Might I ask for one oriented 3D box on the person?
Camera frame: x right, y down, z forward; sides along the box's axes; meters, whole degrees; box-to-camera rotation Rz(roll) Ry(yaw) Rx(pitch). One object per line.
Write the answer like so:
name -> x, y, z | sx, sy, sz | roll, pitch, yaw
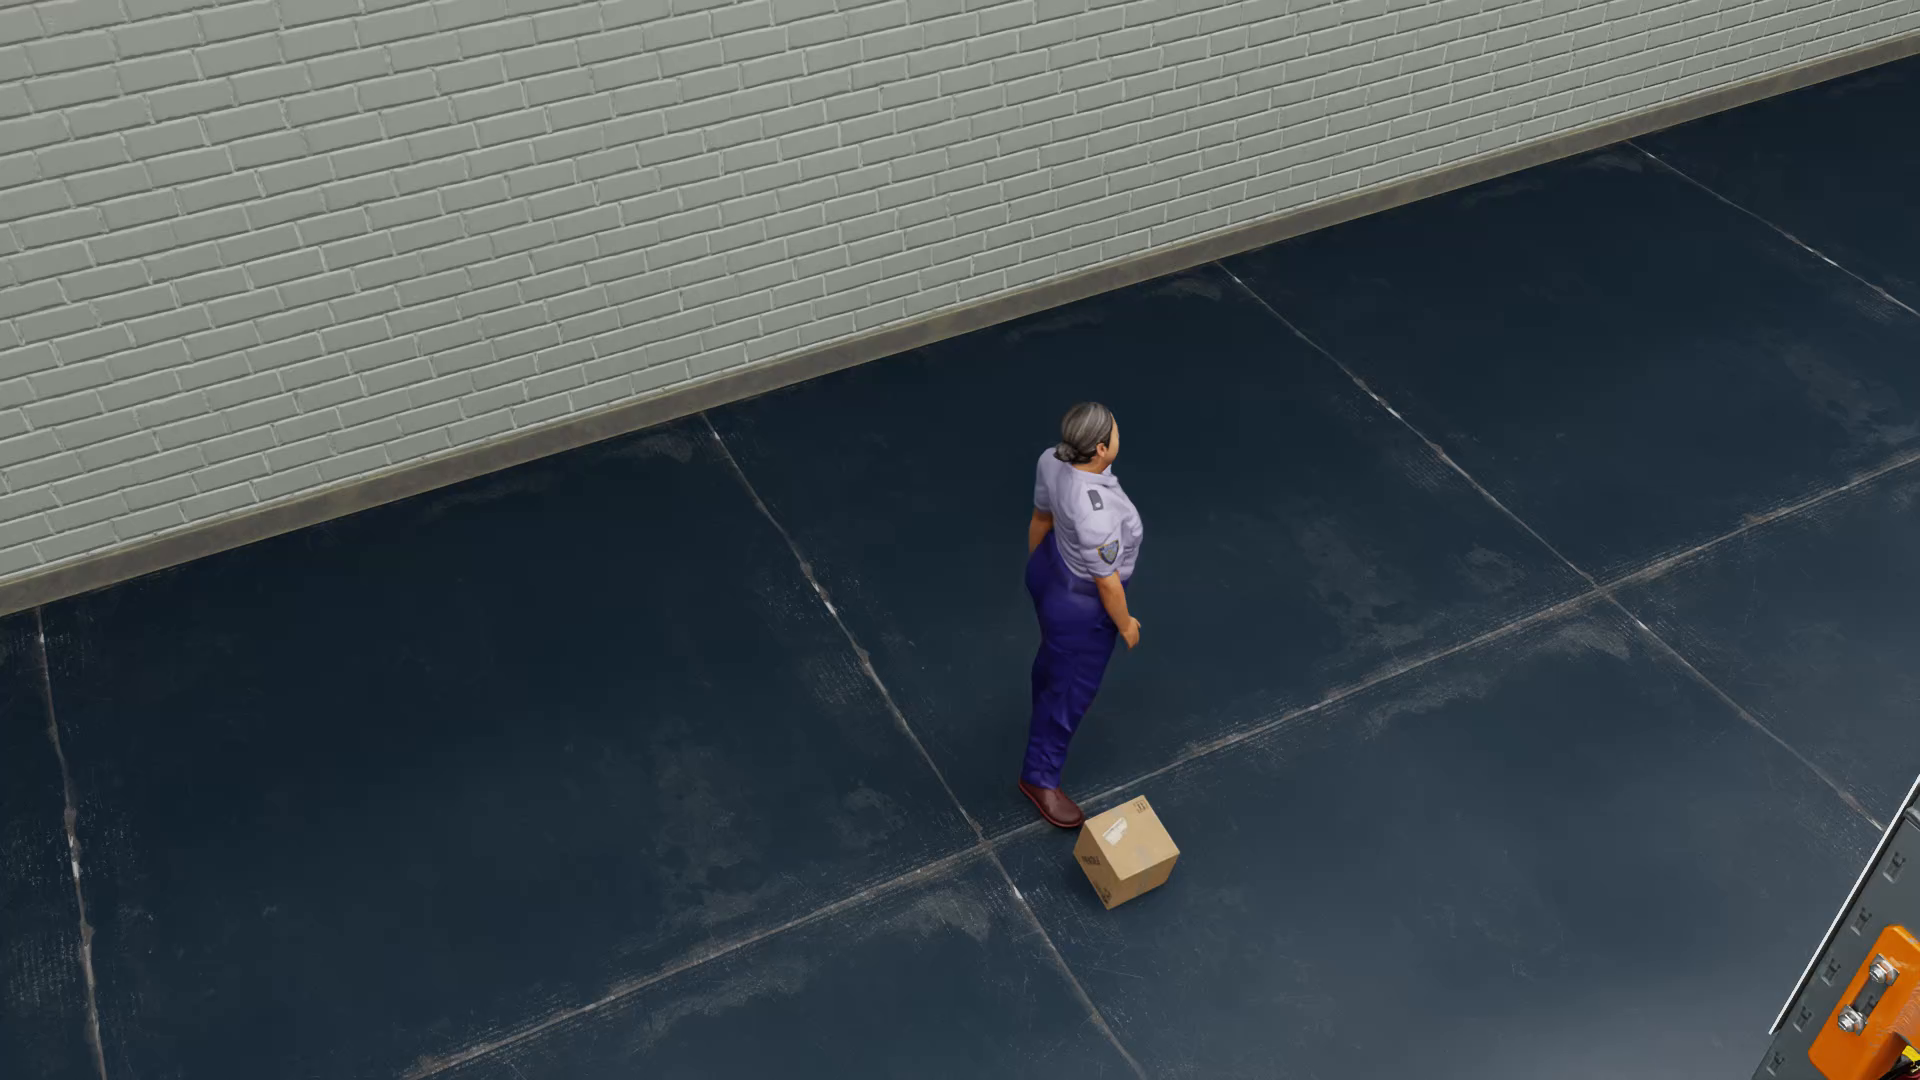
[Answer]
person -> 0.404, 0.242, 5.890 | 0.446, 1.652, 0.678 | -11, 43, -12
